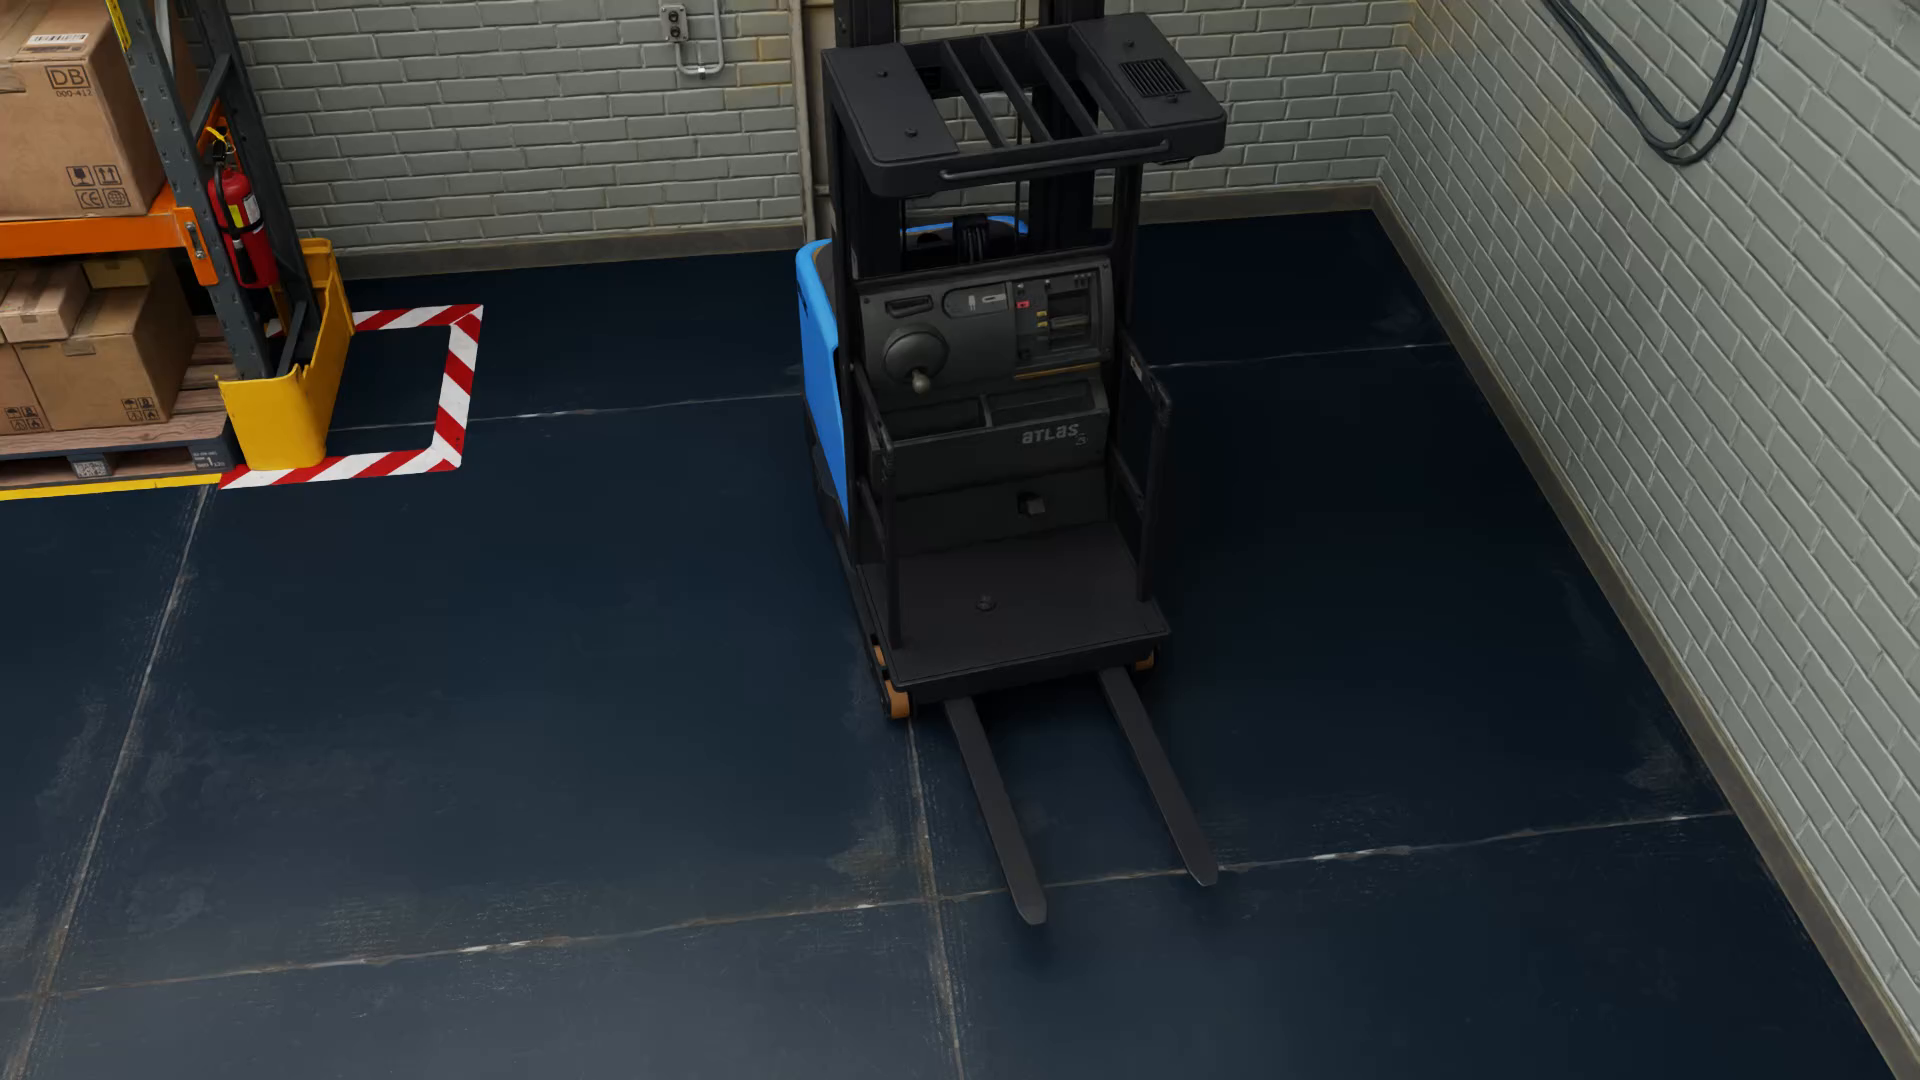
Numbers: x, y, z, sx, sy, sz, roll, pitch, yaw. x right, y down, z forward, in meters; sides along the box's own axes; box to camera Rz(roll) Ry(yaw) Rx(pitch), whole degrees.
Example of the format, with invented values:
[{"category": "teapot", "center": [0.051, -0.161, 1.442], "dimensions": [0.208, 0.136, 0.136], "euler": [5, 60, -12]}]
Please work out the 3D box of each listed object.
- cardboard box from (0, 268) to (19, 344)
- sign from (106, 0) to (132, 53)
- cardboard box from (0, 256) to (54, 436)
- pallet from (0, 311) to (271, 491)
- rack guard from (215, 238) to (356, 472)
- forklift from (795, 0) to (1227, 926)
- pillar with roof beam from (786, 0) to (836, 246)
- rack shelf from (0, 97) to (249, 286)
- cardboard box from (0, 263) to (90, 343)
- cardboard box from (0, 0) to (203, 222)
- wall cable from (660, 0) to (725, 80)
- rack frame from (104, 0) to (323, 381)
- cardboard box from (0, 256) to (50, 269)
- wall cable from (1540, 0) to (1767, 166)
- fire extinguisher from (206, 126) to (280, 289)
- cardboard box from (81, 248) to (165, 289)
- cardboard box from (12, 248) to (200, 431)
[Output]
[{"category": "cardboard box", "center": [-4.231, -1.009, 7.198], "dimensions": [0.250, 0.149, 0.380], "euler": [-4, 42, -4]}, {"category": "sign", "center": [-3.136, -1.979, 6.163], "dimensions": [0.005, 0.325, 0.100], "euler": [-5, 42, -6]}, {"category": "cardboard box", "center": [-4.370, -0.880, 7.538], "dimensions": [0.500, 0.500, 0.700], "euler": [-5, 42, -6]}, {"category": "pallet", "center": [-3.976, -0.666, 7.831], "dimensions": [1.213, 0.211, 1.003], "euler": [-5, 42, -6]}, {"category": "rack guard", "center": [-3.169, -0.897, 7.871], "dimensions": [0.348, 0.500, 1.175], "euler": [-5, 42, -6]}, {"category": "forklift", "center": [0.162, -0.683, 5.819], "dimensions": [1.130, 2.935, 3.031], "euler": [-10, 43, -11]}, {"category": "pillar with roof beam", "center": [-0.070, -2.000, 2.749], "dimensions": [0.400, 9.000, 9.100], "euler": [-5, 42, -6]}, {"category": "rack shelf", "center": [-5.176, -1.382, 7.080], "dimensions": [4.000, 0.370, 1.077], "euler": [-5, 42, -6]}, {"category": "cardboard box", "center": [-3.978, -1.032, 7.223], "dimensions": [0.250, 0.149, 0.380], "euler": [-5, 42, -6]}, {"category": "cardboard box", "center": [-3.697, -1.883, 6.874], "dimensions": [0.700, 0.700, 0.980], "euler": [-3, 42, -4]}, {"category": "wall cable", "center": [-2.046, -2.939, 7.511], "dimensions": [1.851, 1.984, 0.084], "euler": [-5, 42, -6]}, {"category": "rack frame", "center": [-3.193, -1.823, 7.031], "dimensions": [0.127, 3.000, 1.000], "euler": [-5, 42, -6]}, {"category": "cardboard box", "center": [-4.278, -1.263, 7.479], "dimensions": [0.250, 0.149, 0.380], "euler": [-5, 42, -5]}, {"category": "wall cable", "center": [2.462, -3.151, 6.343], "dimensions": [0.112, 2.526, 3.097], "euler": [-5, 42, -6]}, {"category": "fire extinguisher", "center": [-2.983, -1.362, 6.857], "dimensions": [0.183, 0.674, 0.296], "euler": [-5, 42, -6]}, {"category": "cardboard box", "center": [-3.776, -1.308, 7.529], "dimensions": [0.250, 0.149, 0.380], "euler": [-5, 42, -5]}, {"category": "cardboard box", "center": [-3.874, -0.923, 7.587], "dimensions": [0.500, 0.500, 0.700], "euler": [-5, 42, -6]}]
